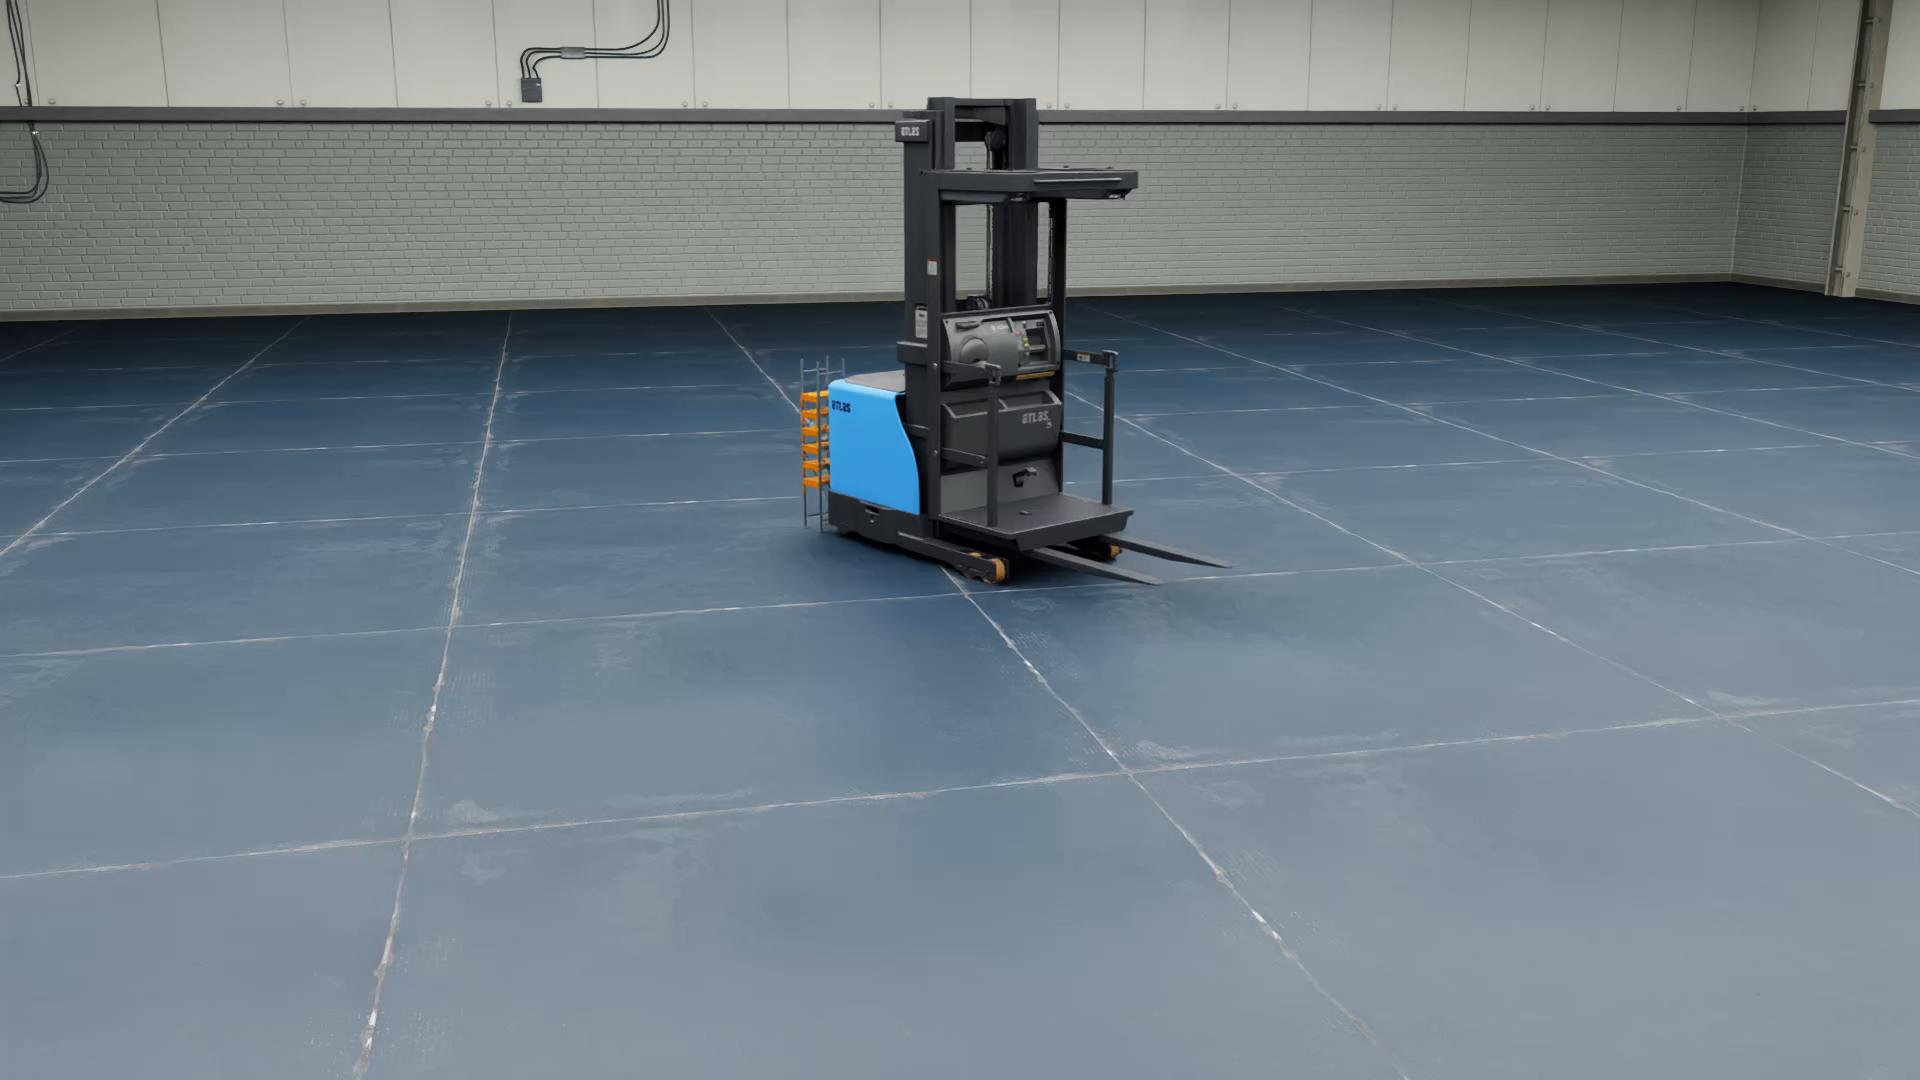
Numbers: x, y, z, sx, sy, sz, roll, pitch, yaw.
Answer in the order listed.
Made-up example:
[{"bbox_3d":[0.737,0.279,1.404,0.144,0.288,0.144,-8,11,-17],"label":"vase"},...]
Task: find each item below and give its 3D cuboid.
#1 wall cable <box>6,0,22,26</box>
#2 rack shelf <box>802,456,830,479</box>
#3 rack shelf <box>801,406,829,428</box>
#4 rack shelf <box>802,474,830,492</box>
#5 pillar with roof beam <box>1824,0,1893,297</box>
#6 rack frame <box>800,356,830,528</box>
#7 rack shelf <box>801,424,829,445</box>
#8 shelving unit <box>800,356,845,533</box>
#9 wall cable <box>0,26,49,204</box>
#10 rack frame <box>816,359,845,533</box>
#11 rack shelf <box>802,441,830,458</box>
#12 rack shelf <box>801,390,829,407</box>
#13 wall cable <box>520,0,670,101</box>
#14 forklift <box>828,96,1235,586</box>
[{"bbox_3d":[-12.240,-8.669,23.851,3.097,2.526,0.112,-3,14,-13],"label":"wall cable"},{"bbox_3d":[-0.951,-0.510,11.677,0.258,0.103,0.180,-12,18,-41],"label":"rack shelf"},{"bbox_3d":[-0.952,-0.859,11.592,0.258,0.103,0.180,-12,18,-41],"label":"rack shelf"},{"bbox_3d":[-0.951,-0.393,11.705,0.258,0.103,0.180,-12,18,-41],"label":"rack shelf"},{"bbox_3d":[10.972,-8.336,26.586,9.100,9.000,0.400,-3,14,-13],"label":"pillar with roof beam"},{"bbox_3d":[-1.013,-0.685,11.704,0.240,1.200,0.006,-12,18,-41],"label":"rack frame"},{"bbox_3d":[-0.951,-0.743,11.620,0.258,0.103,0.180,-12,18,-41],"label":"rack shelf"},{"bbox_3d":[-0.951,-0.669,11.638,0.258,1.200,0.189,-12,18,-41],"label":"shelving unit"},{"bbox_3d":[-14.869,-6.065,23.833,3.097,2.526,0.112,-3,14,-13],"label":"wall cable"},{"bbox_3d":[-0.890,-0.653,11.572,0.240,1.200,0.006,-12,18,-41],"label":"rack frame"},{"bbox_3d":[-0.951,-0.626,11.649,0.258,0.103,0.180,-12,18,-41],"label":"rack shelf"},{"bbox_3d":[-0.952,-0.976,11.563,0.258,0.103,0.180,-12,18,-41],"label":"rack shelf"},{"bbox_3d":[-5.638,-9.751,25.212,2.305,6.003,0.169,-3,14,-13],"label":"wall cable"},{"bbox_3d":[0.409,-1.280,10.490,1.130,2.935,3.031,-11,18,-38],"label":"forklift"}]
